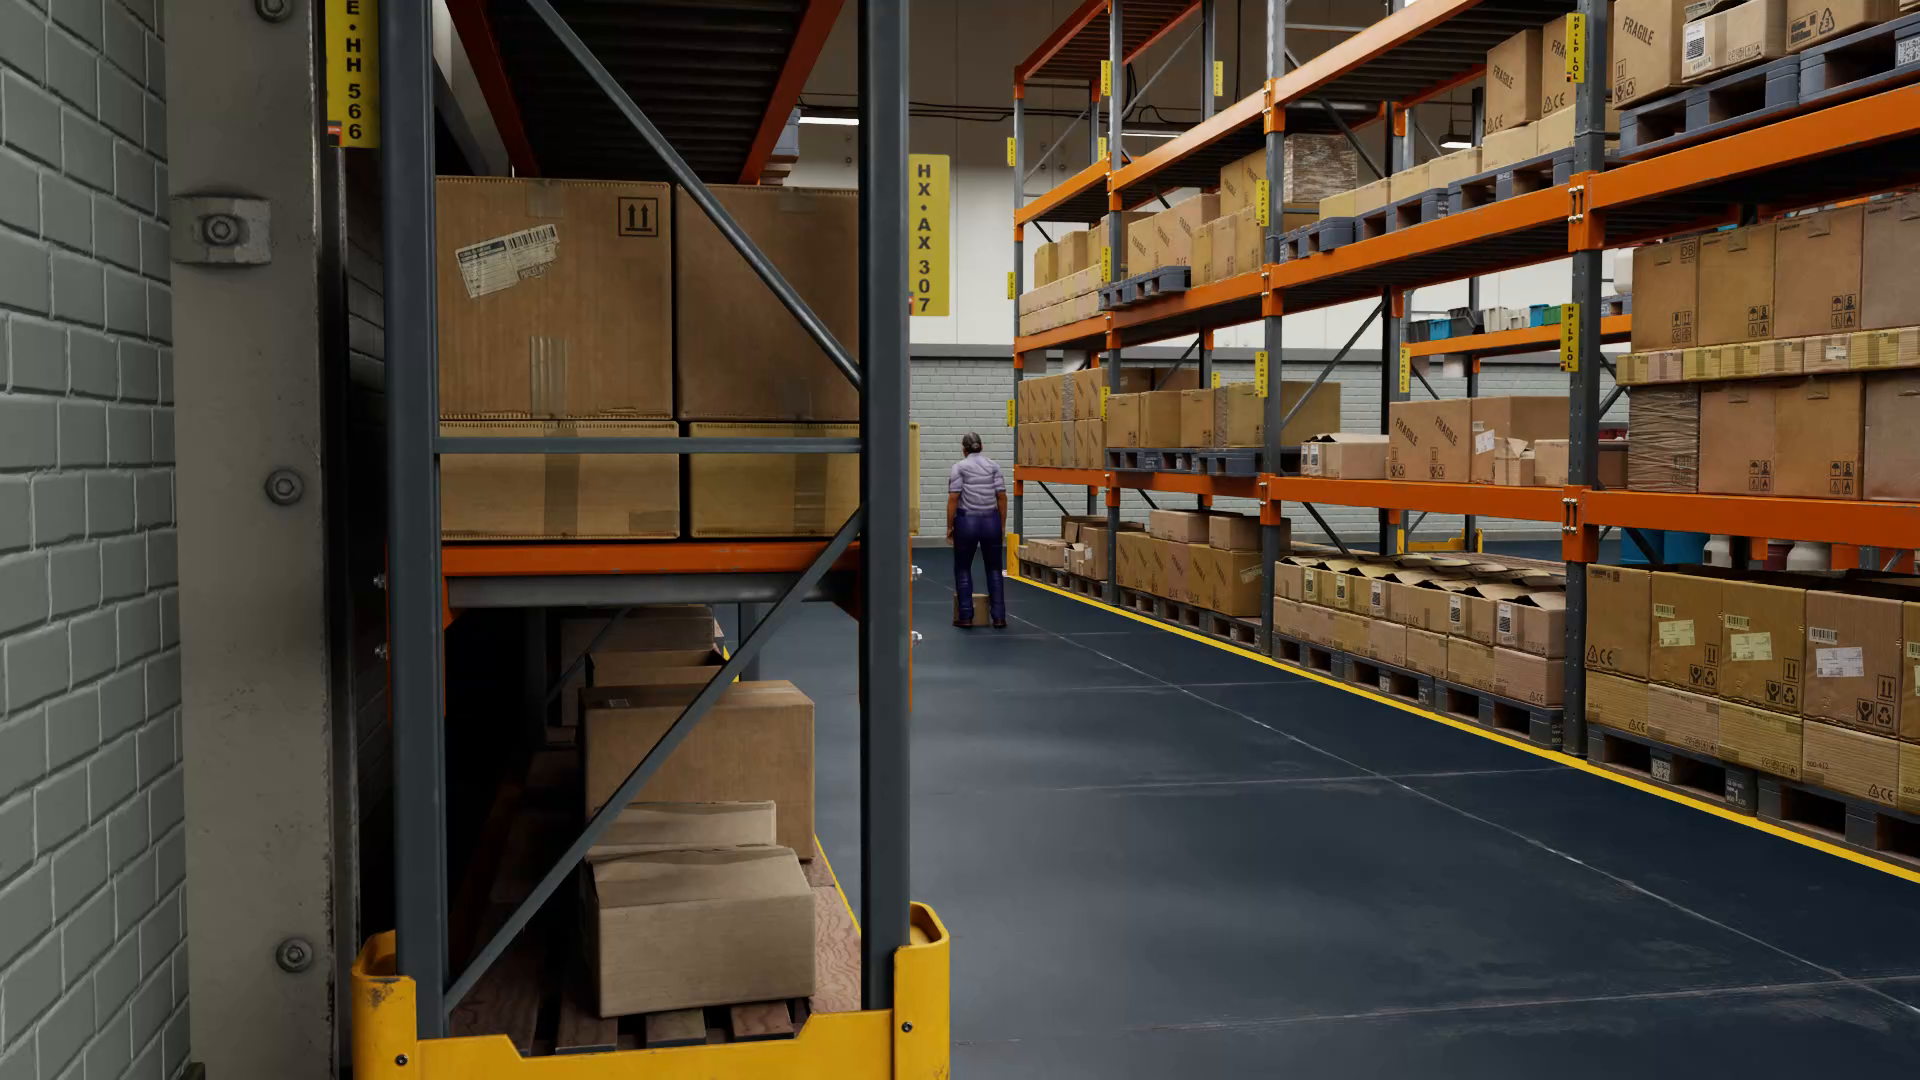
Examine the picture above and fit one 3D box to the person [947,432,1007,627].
[{"bbox_3d":[0.145,-0.088,14.036,0.557,1.651,0.425,-1,3,-15],"label":"person"}]
